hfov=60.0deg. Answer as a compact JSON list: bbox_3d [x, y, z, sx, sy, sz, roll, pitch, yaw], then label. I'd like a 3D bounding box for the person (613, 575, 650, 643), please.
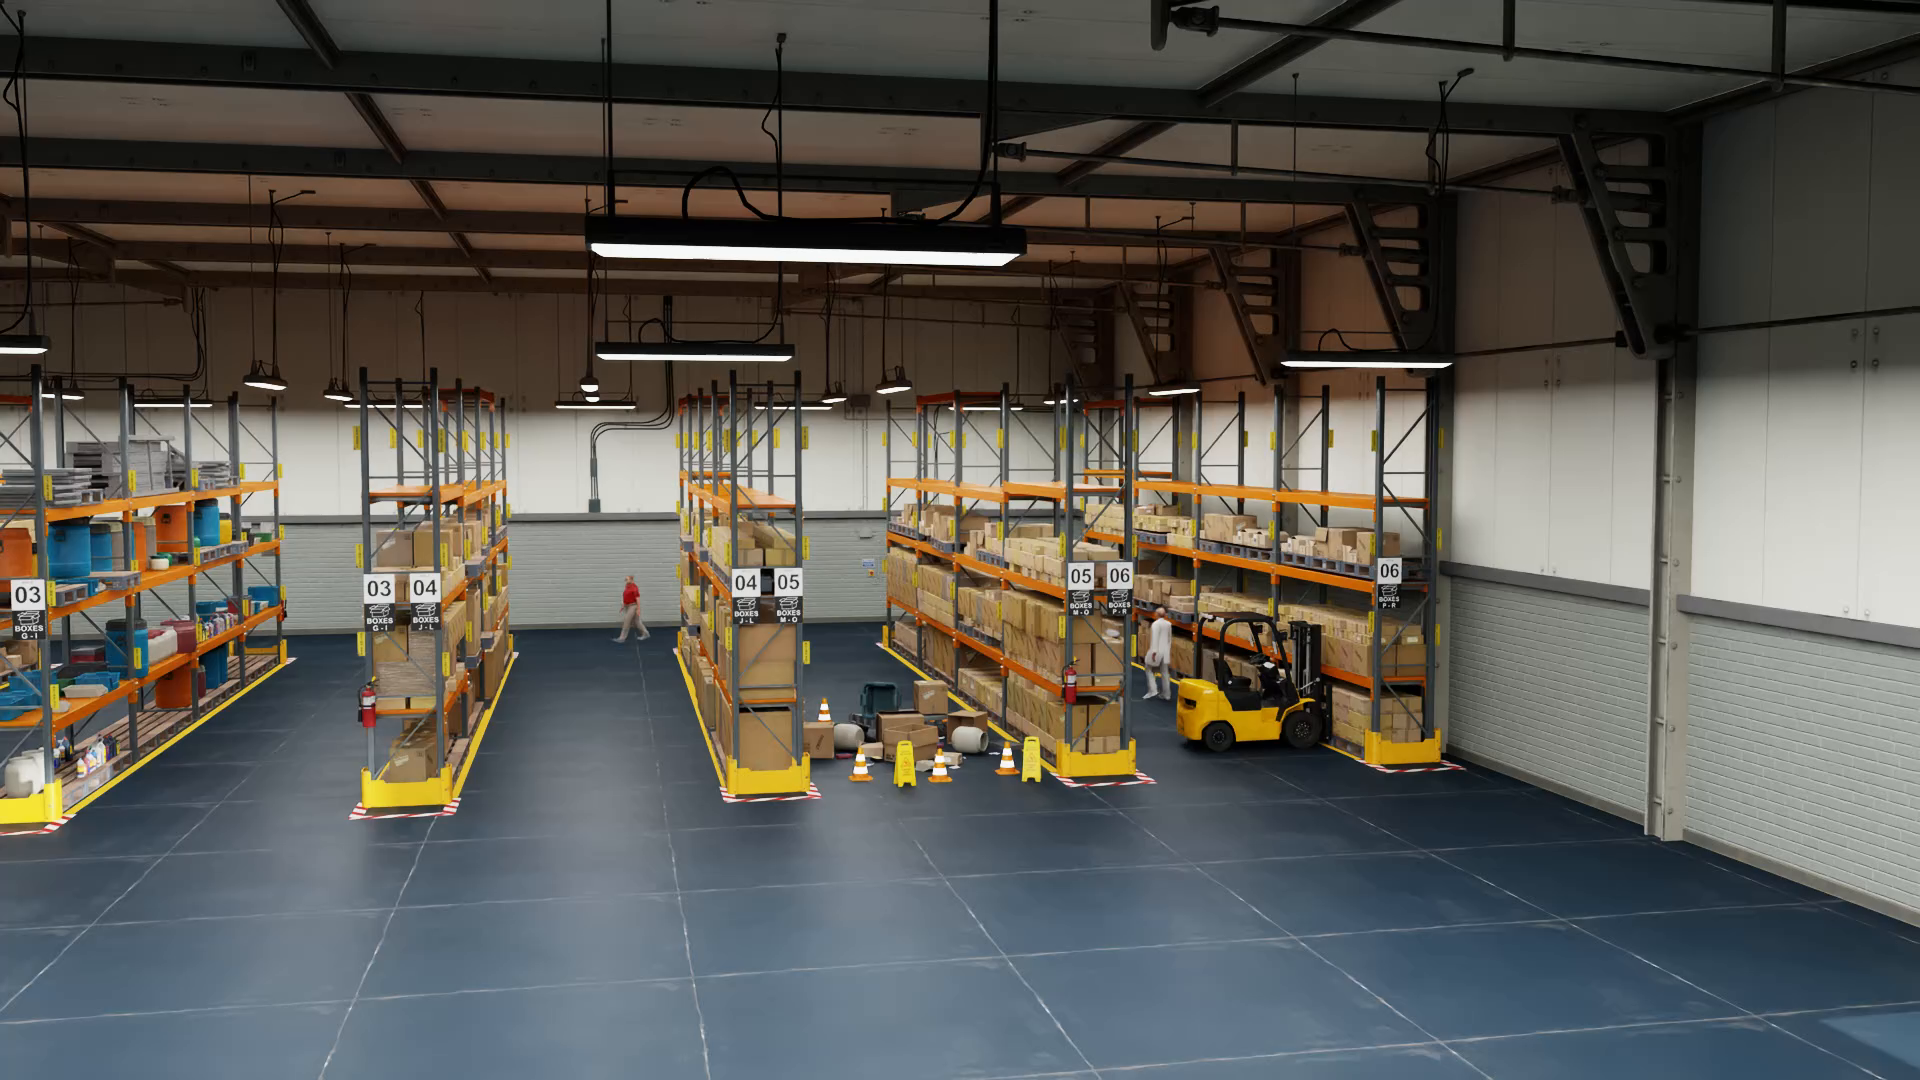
[{"bbox_3d":[-8.175,1.702,41.318,1.037,1.691,0.567,-2,4,-33],"label":"person"}]

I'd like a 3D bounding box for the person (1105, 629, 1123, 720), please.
[{"bbox_3d":[2.701,2.413,29.292,0.521,1.679,0.448,0,3,-3],"label":"person"}]

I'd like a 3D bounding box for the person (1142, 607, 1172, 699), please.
[{"bbox_3d":[3.908,2.215,32.197,0.584,1.814,0.595,-2,4,-26],"label":"person"}]
